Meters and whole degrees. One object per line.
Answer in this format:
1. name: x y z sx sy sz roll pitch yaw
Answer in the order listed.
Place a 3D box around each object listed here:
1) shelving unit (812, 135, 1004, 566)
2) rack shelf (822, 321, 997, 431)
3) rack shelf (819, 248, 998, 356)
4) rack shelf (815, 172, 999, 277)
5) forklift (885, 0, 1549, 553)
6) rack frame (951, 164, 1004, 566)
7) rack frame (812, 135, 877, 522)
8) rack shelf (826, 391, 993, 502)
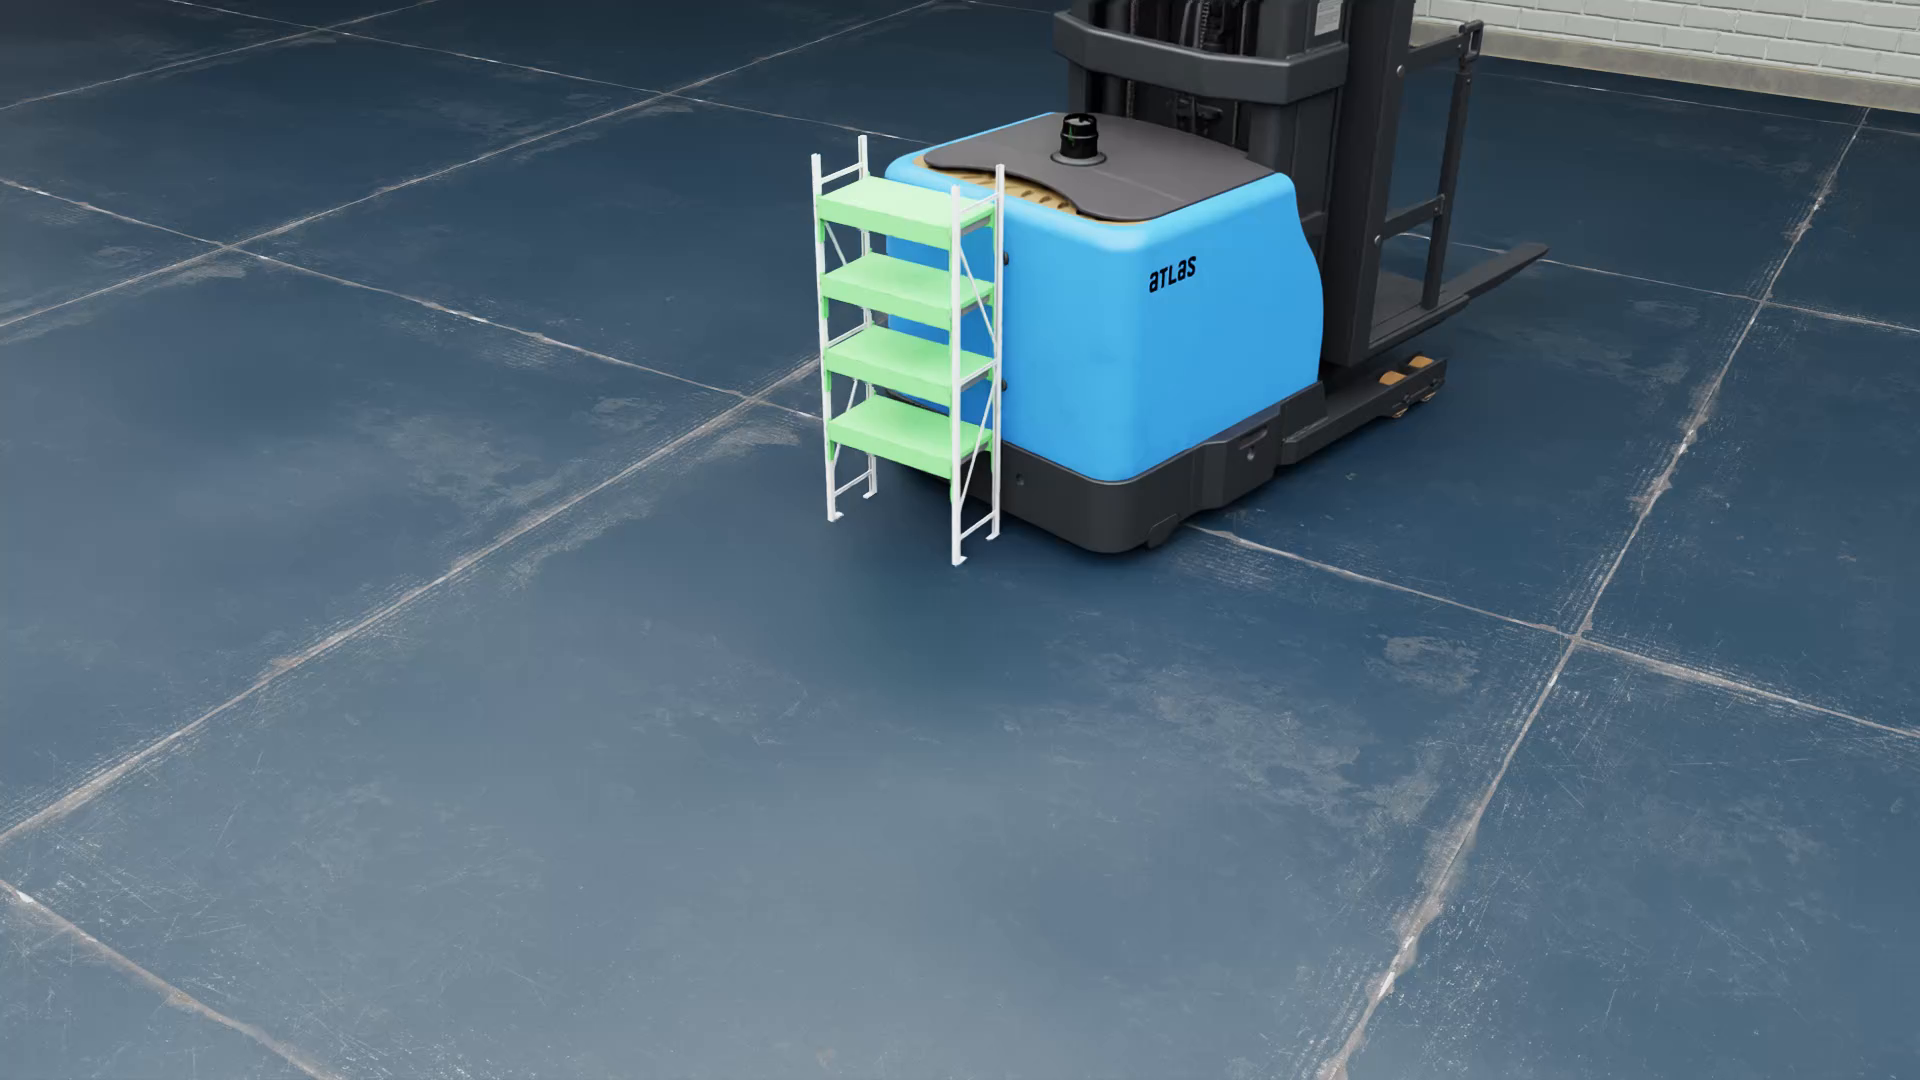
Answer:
1. shelving unit: -0.150 -0.559 5.018 0.503 1.200 0.258 19 35 30
2. rack shelf: -0.150 -0.504 5.050 0.480 0.148 0.258 19 35 30
3. rack shelf: -0.150 -0.711 4.929 0.480 0.148 0.258 19 35 30
4. rack shelf: -0.150 -0.918 4.808 0.480 0.148 0.258 19 35 30
5. forklift: 1.145 -1.869 5.545 1.130 2.935 3.031 26 39 37
6. rack frame: 0.051 -0.489 4.897 0.015 1.200 0.240 19 35 30
7. rack frame: -0.350 -0.629 5.138 0.015 1.200 0.240 19 35 30
8. rack shelf: -0.150 -0.297 5.171 0.480 0.148 0.258 19 35 30
